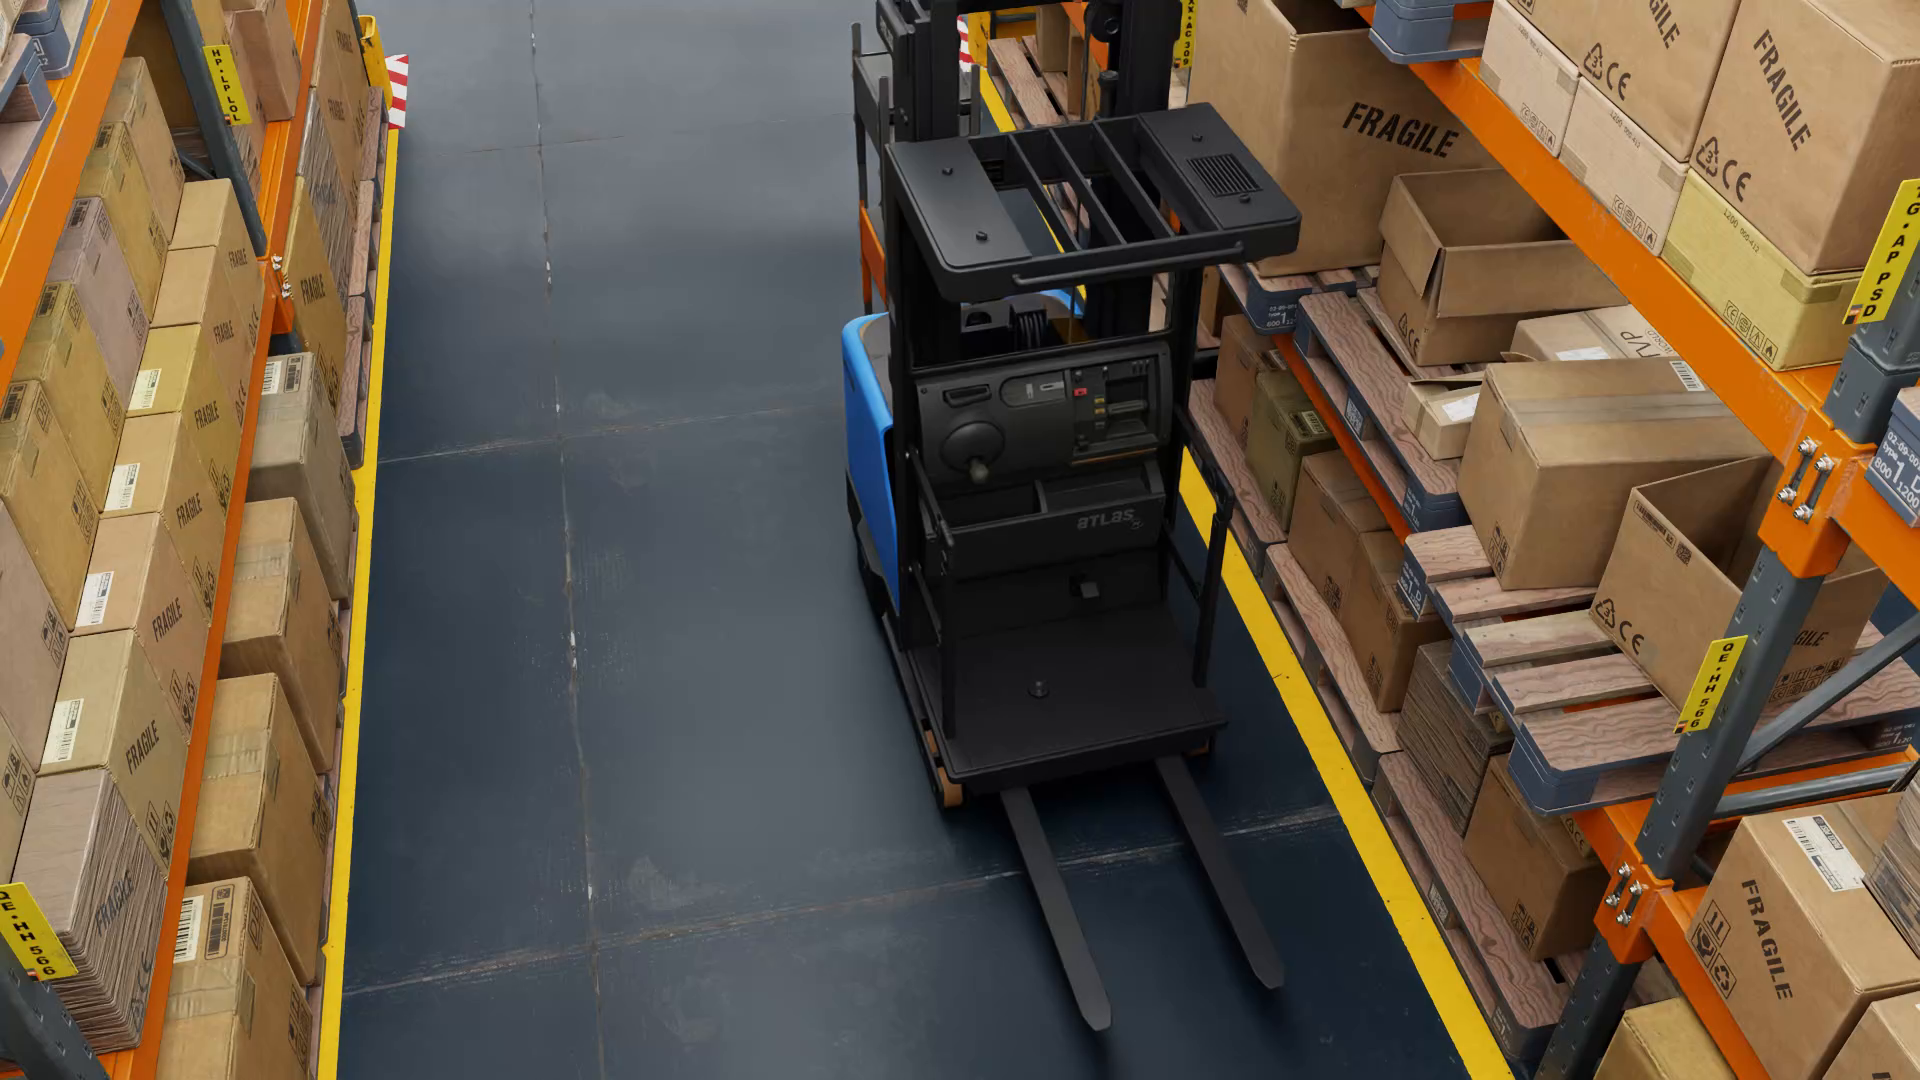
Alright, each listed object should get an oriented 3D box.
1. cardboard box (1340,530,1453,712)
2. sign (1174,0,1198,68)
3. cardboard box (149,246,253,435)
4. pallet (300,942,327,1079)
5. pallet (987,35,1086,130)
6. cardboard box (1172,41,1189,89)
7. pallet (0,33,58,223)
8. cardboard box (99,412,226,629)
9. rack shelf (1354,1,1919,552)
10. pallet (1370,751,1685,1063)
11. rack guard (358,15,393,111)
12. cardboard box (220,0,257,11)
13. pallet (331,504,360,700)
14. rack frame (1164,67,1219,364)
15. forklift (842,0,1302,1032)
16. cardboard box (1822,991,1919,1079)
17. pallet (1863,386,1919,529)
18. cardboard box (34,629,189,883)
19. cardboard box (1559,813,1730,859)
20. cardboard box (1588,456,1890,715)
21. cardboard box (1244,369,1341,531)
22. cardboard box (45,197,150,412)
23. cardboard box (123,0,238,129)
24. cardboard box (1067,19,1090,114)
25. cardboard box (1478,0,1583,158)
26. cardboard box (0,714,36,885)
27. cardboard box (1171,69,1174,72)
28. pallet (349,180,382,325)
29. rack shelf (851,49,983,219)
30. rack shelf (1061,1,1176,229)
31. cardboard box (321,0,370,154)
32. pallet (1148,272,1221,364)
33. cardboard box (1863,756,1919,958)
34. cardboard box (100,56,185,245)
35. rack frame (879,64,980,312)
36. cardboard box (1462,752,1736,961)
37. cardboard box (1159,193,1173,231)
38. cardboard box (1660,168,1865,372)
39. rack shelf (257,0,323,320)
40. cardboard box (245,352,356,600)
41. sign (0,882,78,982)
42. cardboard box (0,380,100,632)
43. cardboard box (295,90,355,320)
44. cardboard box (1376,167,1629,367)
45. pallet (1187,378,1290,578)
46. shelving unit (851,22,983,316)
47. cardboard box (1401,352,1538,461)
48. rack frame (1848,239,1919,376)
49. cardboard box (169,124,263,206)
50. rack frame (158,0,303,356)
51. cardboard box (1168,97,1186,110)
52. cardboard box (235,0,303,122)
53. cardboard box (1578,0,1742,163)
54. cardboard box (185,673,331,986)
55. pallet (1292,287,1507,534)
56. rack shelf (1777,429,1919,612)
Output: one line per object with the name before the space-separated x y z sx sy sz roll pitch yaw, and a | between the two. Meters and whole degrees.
cardboard box | 1.935 0.290 6.497 0.700 0.500 0.500 -5 42 -6
sign | 0.969 -2.158 7.052 0.100 0.325 0.005 -8 42 -9
cardboard box | -2.885 -0.682 5.965 0.500 0.500 0.500 -9 42 -10
pallet | -2.601 1.842 5.298 1.003 0.211 1.213 -8 42 -9
pallet | 0.791 -2.886 10.624 1.003 0.211 1.213 -8 42 -9
cardboard box | 1.461 -2.366 7.639 0.875 0.500 0.500 -8 42 -9
pallet | -2.939 -0.865 4.129 1.003 0.211 1.213 -7 42 -7
cardboard box | -2.664 -0.026 5.226 0.500 0.500 0.500 -9 42 -10
rack shelf | 1.929 -1.474 5.215 1.077 0.370 4.000 -8 42 -9
pallet | 2.193 1.212 6.008 1.003 0.211 1.213 -8 42 -9
rack guard | -4.236 -2.946 10.474 1.175 0.500 0.348 -8 42 -9
cardboard box | -3.628 -2.686 7.371 0.875 0.550 0.550 -8 42 -9
pallet | -3.127 0.260 7.080 1.003 0.211 1.213 -8 42 -9
rack frame | 1.497 -1.917 7.432 1.000 3.000 0.127 -8 42 -9
forklift | 0.365 -0.362 5.731 1.130 2.935 3.031 -10 43 -11
cardboard box | 2.314 1.326 3.703 0.500 0.500 0.500 -9 42 -10
pallet | 2.551 0.034 3.117 1.213 0.211 1.003 -7 42 -7
cardboard box | -2.450 0.624 4.493 0.500 0.500 0.500 -9 42 -10
cardboard box | 2.187 0.735 5.430 0.500 0.250 0.500 -7 42 -8
cardboard box | 2.205 0.137 4.726 0.500 0.500 0.500 -13 43 -15
cardboard box | 1.693 -0.434 7.313 0.700 0.500 0.500 -9 42 -10
cardboard box | -3.033 -0.702 5.234 0.700 0.500 0.500 -8 42 -9
cardboard box | -3.414 -1.976 6.572 0.875 0.550 0.550 -8 42 -9
cardboard box | 0.915 -2.943 10.154 0.500 0.500 0.500 2 42 2
cardboard box | 1.793 -1.309 4.600 0.500 0.250 0.500 -7 42 -8
cardboard box | -2.591 0.617 3.749 0.700 0.500 0.500 -9 42 -10
cardboard box | 1.124 -2.255 8.001 0.380 0.149 0.250 -8 42 -9
pallet | -3.722 -1.526 9.092 1.003 0.211 1.213 -8 42 -9
rack shelf | -0.180 -1.690 6.820 0.431 0.518 0.480 -10 43 -11
rack shelf | 1.066 -2.945 9.131 1.077 0.370 4.000 -8 42 -9
cardboard box | -4.020 -2.797 9.708 0.875 0.875 0.875 -8 42 -9
pallet | 1.318 -1.305 8.843 1.003 0.211 1.213 -8 42 -9
cardboard box | 2.503 0.739 3.608 0.797 0.503 0.637 -7 42 -8
cardboard box | -3.255 -1.362 5.979 0.700 0.500 0.500 -9 42 -10
rack frame | -0.117 -1.021 7.100 0.400 2.100 0.015 -10 43 -11
cardboard box | 2.197 1.014 5.681 0.700 0.500 0.500 -10 43 -12
cardboard box | 1.319 -1.775 8.838 0.500 0.500 0.500 4 42 4
cardboard box | 2.019 -0.663 3.873 0.500 0.250 0.500 -8 42 -9
rack shelf | -3.799 -2.299 8.405 1.077 0.370 4.000 -8 42 -9
cardboard box | -3.146 -0.198 6.874 1.050 0.750 0.750 -9 42 -10
sign | -1.976 0.833 3.521 0.100 0.325 0.005 -8 42 -9
cardboard box | -2.815 -0.043 4.492 0.700 0.500 0.500 -9 42 -10
cardboard box | -3.633 -1.636 8.399 0.875 0.875 0.875 -8 42 -9
cardboard box | 1.962 -1.003 6.007 0.797 0.503 0.637 -4 42 -5
pallet | 1.667 -0.370 7.790 1.003 0.211 1.213 -8 42 -9
shelving unit | -0.180 -1.177 7.276 0.431 2.100 0.503 -10 43 -11
cardboard box | 1.737 -0.473 5.591 0.396 0.266 0.258 -9 42 -10
rack frame | 2.361 -1.568 2.520 1.000 3.000 0.127 -8 42 -9
cardboard box | -3.459 -1.566 6.923 0.875 0.550 0.550 -8 42 -9
rack frame | -3.368 -1.272 6.705 1.000 3.000 0.127 -8 42 -9
cardboard box | 1.164 -1.921 7.625 0.380 0.149 0.250 -8 42 -9
cardboard box | -3.601 -2.286 7.734 0.875 0.550 0.550 -8 42 -9
cardboard box | 1.892 -1.275 3.997 0.500 0.500 0.500 -8 42 -9
cardboard box | -2.740 1.031 5.489 1.050 0.750 0.750 -8 42 -9
pallet | 1.893 -0.530 6.014 1.003 0.211 1.213 -8 42 -9
rack shelf | 2.792 1.119 2.294 1.077 0.370 4.000 -8 42 -9
